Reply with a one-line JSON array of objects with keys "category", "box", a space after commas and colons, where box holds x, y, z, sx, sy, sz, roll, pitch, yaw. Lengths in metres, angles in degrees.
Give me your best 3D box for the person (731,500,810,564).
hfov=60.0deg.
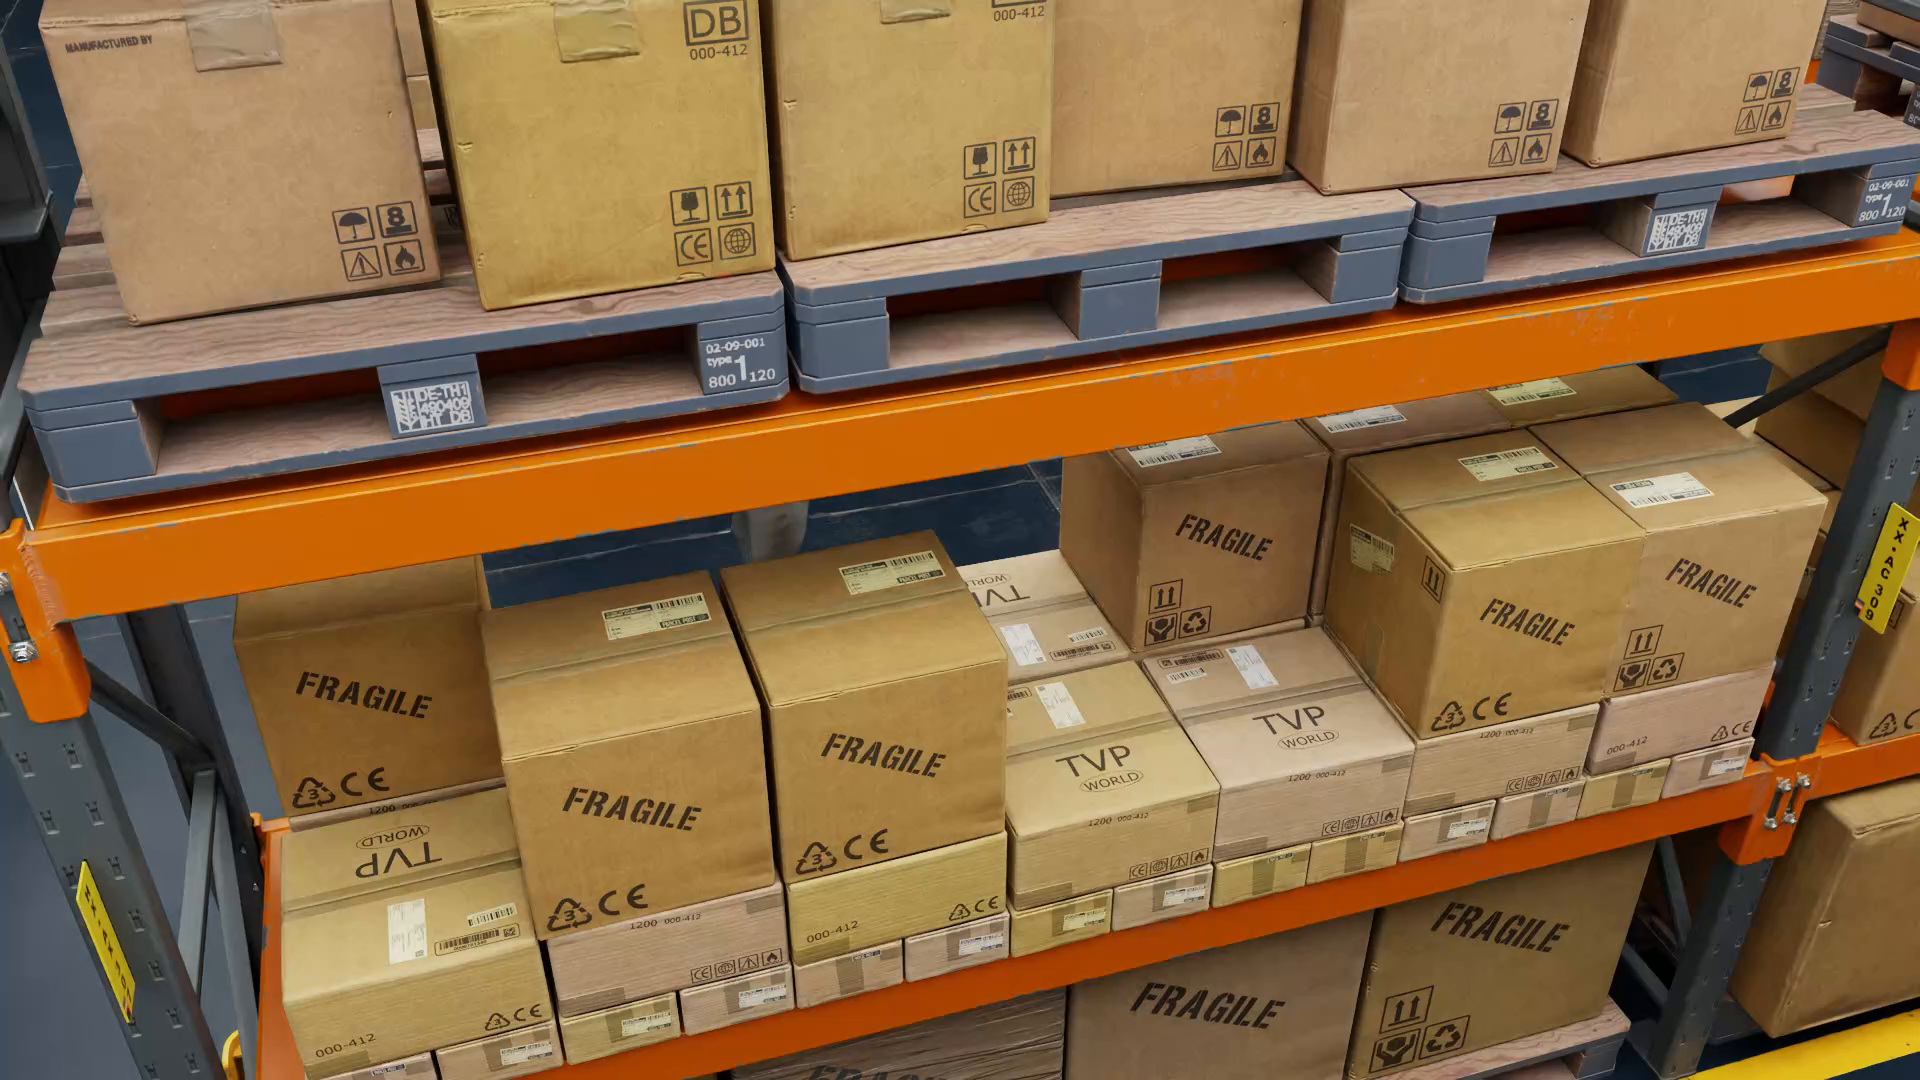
[{"category": "person", "box": [-0.803, -0.290, 6.538, 0.546, 1.784, 0.524, -10, 35, -15]}]
